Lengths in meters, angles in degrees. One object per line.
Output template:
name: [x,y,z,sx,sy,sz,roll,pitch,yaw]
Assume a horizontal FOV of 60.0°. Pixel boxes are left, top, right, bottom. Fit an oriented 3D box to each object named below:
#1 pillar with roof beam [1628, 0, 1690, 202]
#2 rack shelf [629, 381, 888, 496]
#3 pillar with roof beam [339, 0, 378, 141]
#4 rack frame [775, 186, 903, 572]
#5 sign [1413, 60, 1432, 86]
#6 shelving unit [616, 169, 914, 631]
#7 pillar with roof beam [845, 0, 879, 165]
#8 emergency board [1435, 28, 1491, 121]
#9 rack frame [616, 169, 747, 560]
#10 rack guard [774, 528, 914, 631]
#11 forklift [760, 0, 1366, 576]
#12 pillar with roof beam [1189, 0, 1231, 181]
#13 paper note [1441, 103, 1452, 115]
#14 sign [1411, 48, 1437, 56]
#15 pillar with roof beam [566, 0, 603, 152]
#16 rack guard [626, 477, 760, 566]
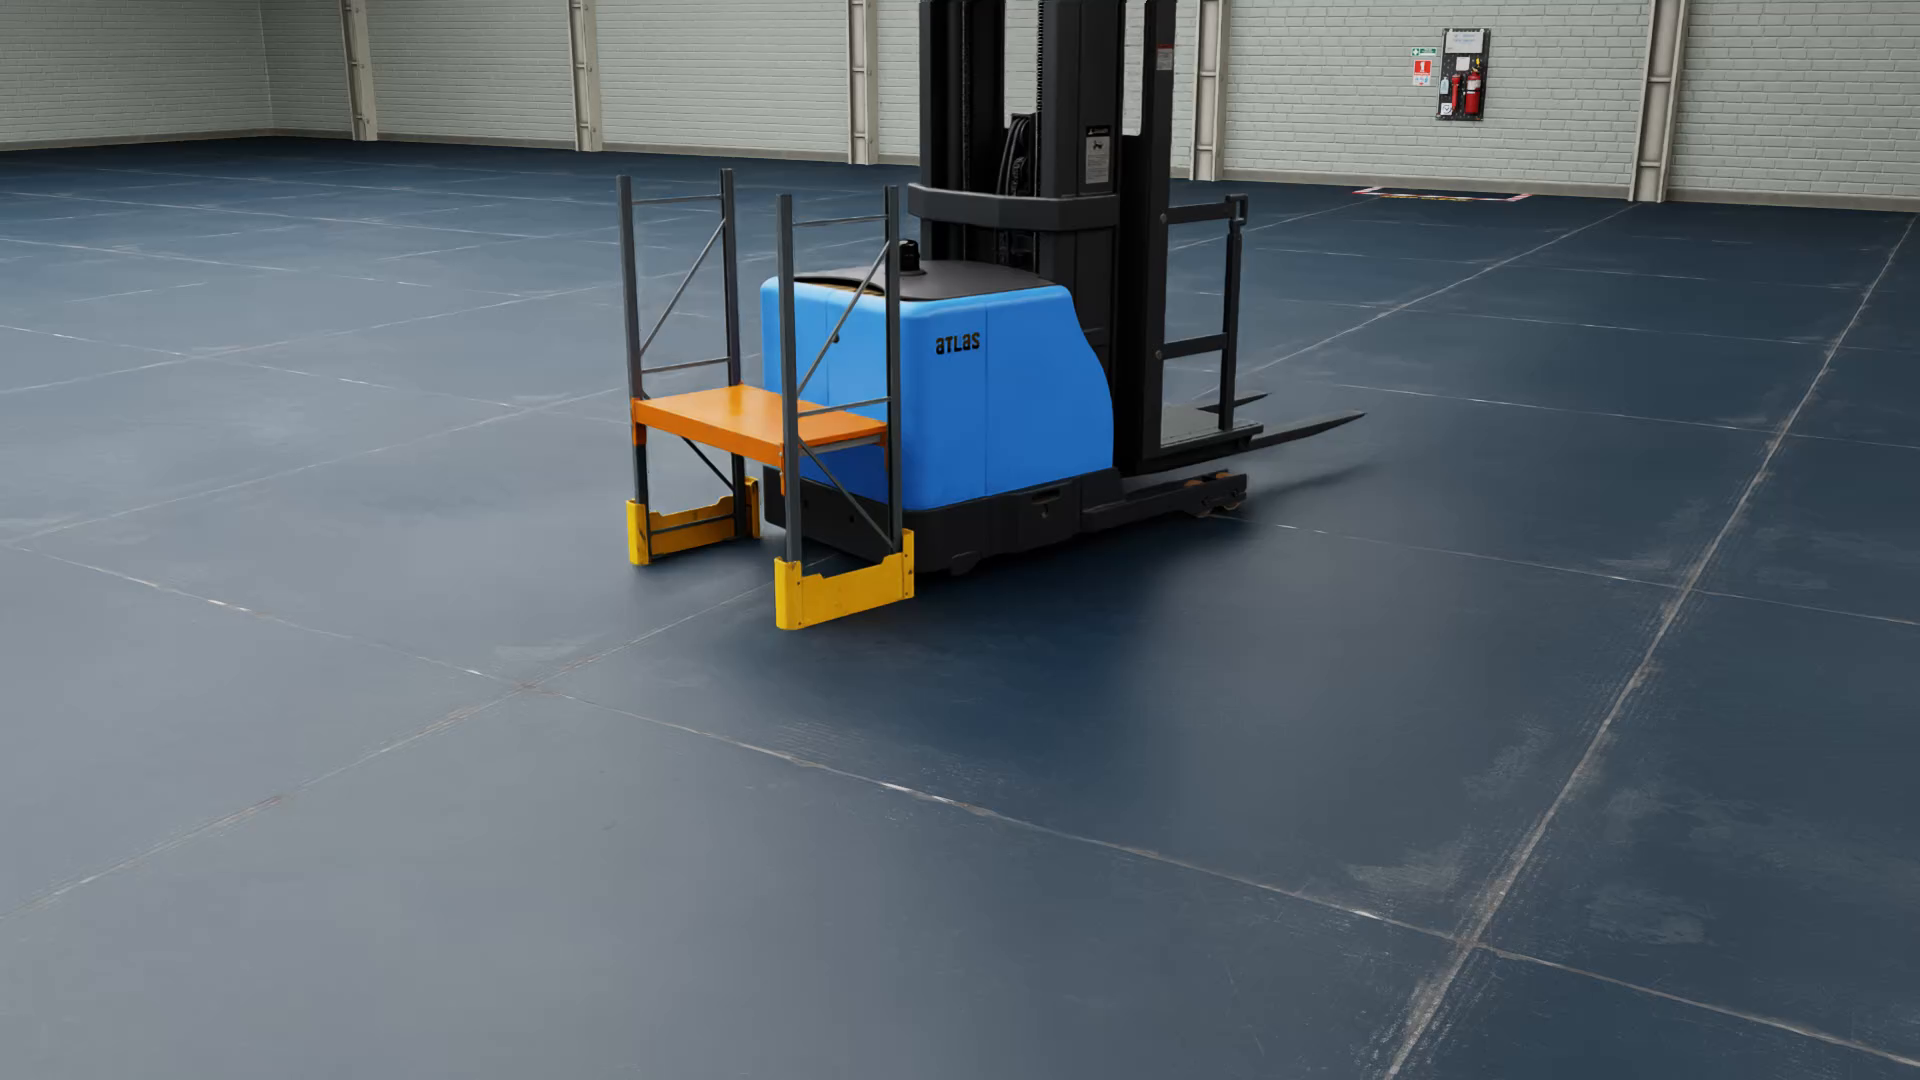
pillar with roof beam: [6.409,-7.520,16.153,0.400,9.000,9.100,10,20,30]
rack shelf: [-0.745,-0.399,6.234,0.538,0.185,1.000,-14,22,-39]
pillar with roof beam: [-14.042,-11.170,28.171,0.400,9.000,9.100,10,20,30]
rack frame: [-0.408,-0.461,5.817,0.500,1.500,0.032,-14,22,-39]
sign: [6.159,-6.227,22.160,0.234,0.329,0.001,10,20,30]
shelving unit: [-0.739,-0.569,6.175,0.587,1.500,1.083,-14,22,-39]
pillar with roof beam: [-3.816,-9.345,22.162,0.400,9.000,9.100,10,20,30]
emergency board: [6.576,-6.101,21.804,0.643,1.169,0.194,10,20,30]
rack frame: [-1.081,-0.682,6.546,0.500,1.500,0.032,-14,22,-39]
rack guard: [-0.409,0.137,6.000,0.587,0.250,0.087,-14,22,-39]
forklift: [0.632,-1.599,7.103,3.031,2.935,1.130,-14,22,-39]
pillar with roof beam: [1.297,-8.432,19.158,0.400,9.000,9.100,10,20,30]
paper note: [6.462,-5.723,22.077,0.142,0.148,0.016,10,20,30]
sign: [6.158,-6.478,22.073,0.331,0.109,0.001,10,20,30]
pillar with roof beam: [-8.929,-10.257,25.167,0.400,9.000,9.100,10,20,30]
rack guard: [-1.068,-0.080,6.714,0.587,0.250,0.087,-14,22,-39]
